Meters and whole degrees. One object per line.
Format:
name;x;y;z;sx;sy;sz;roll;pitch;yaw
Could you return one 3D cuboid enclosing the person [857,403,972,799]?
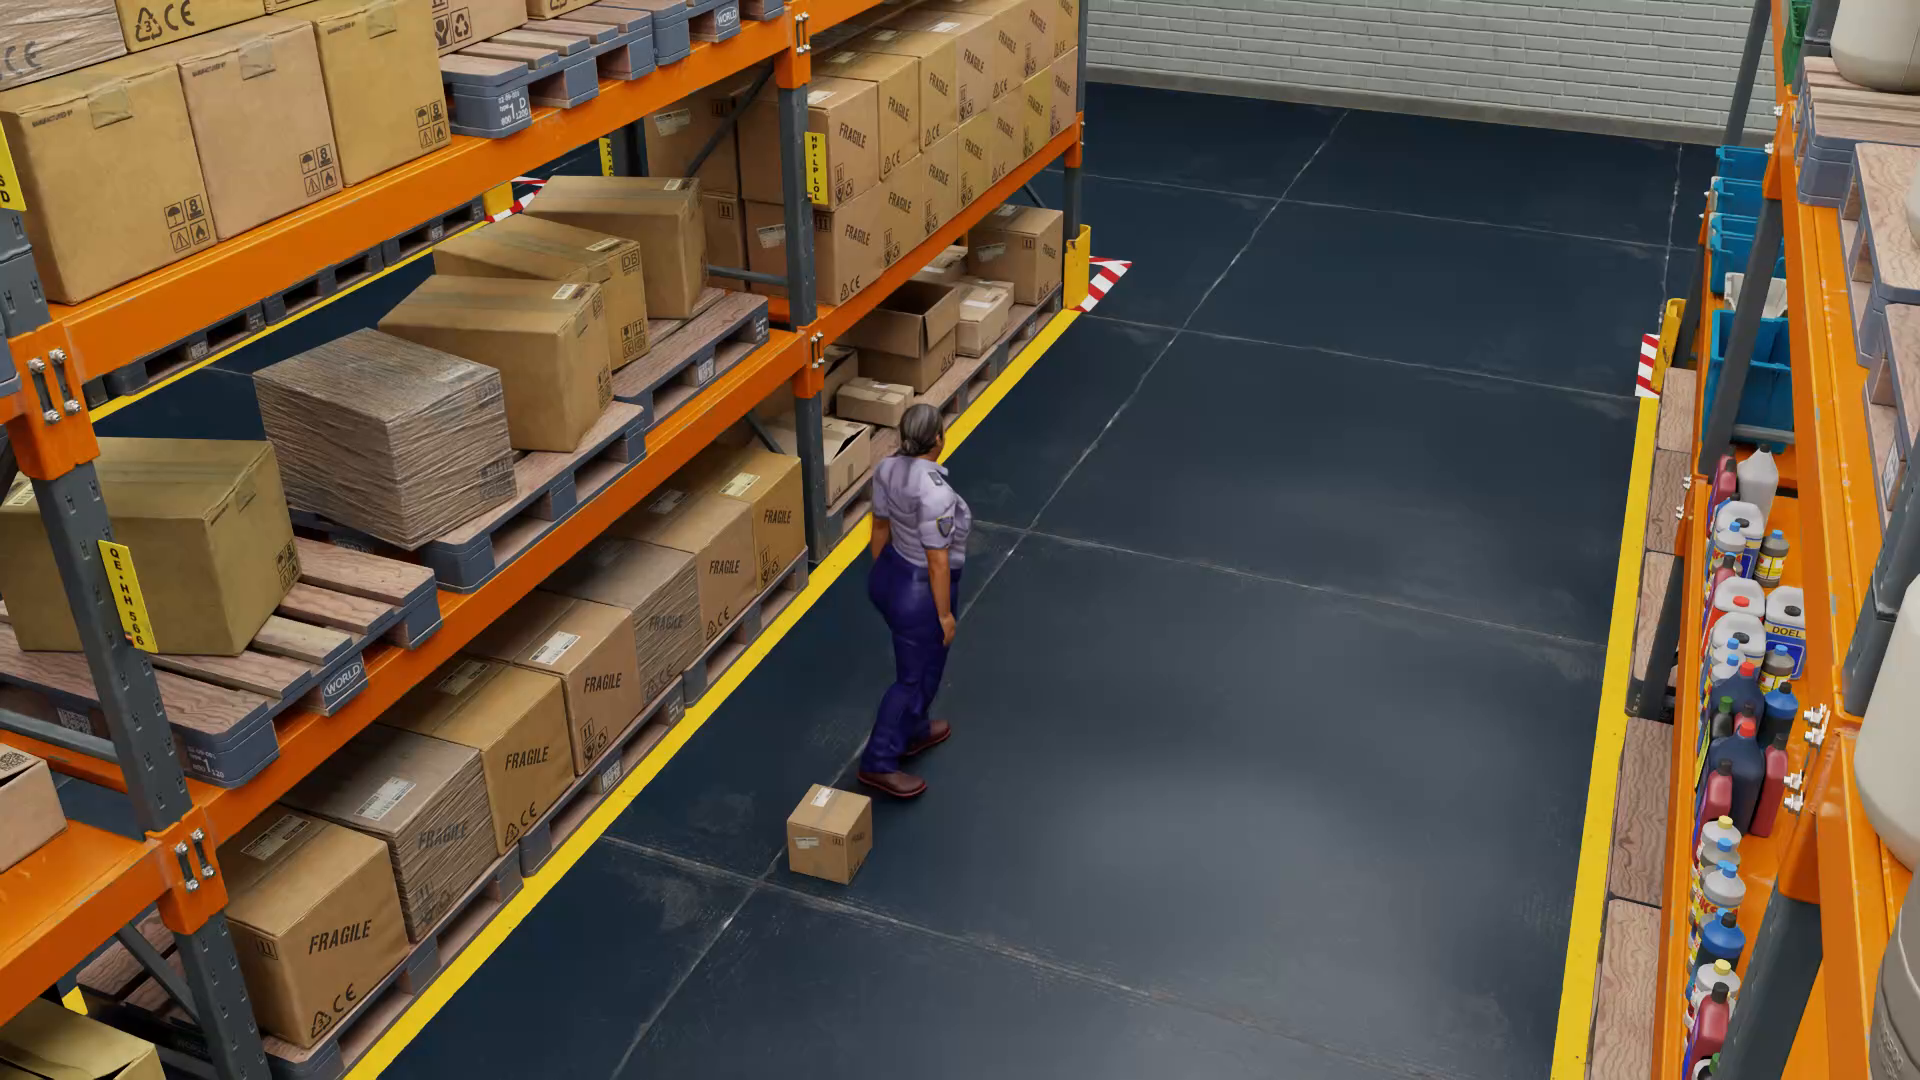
person;-0.228;0.243;6.724;0.553;1.634;0.541;-17;34;-26
